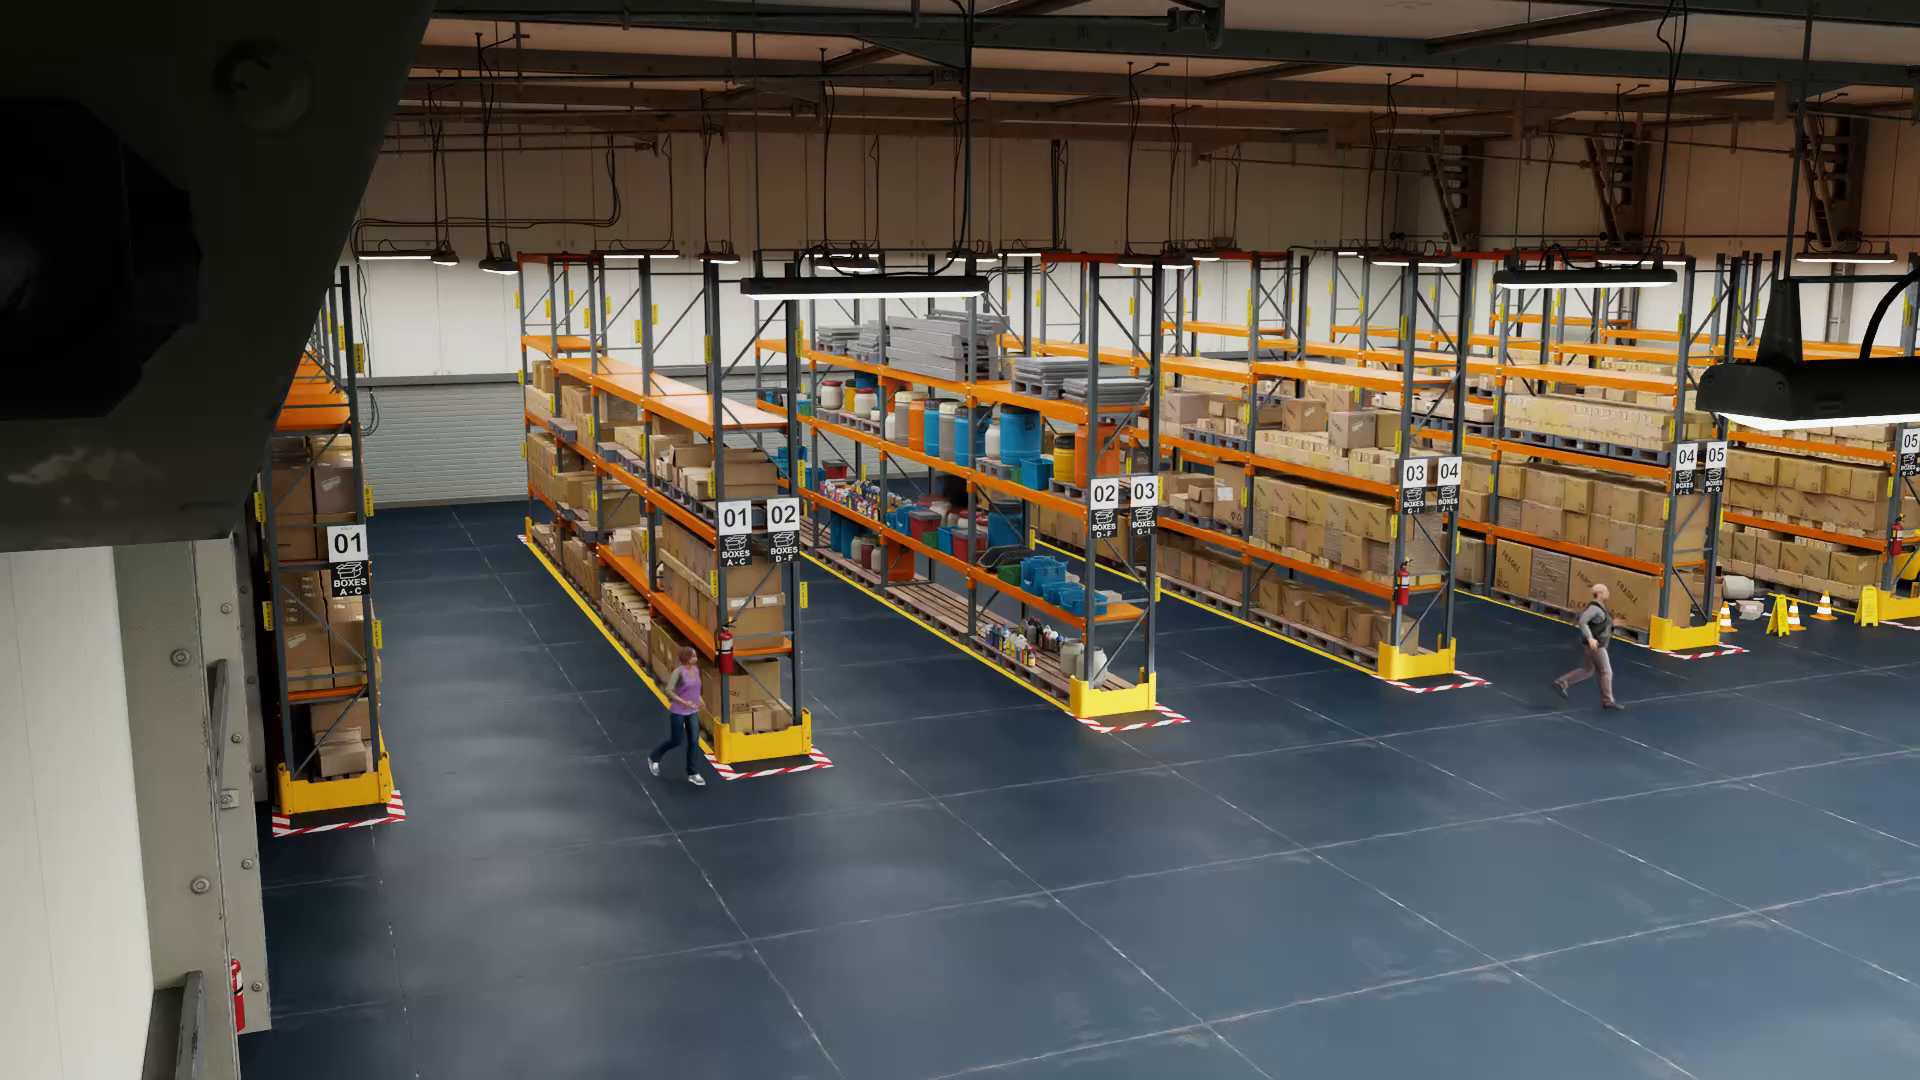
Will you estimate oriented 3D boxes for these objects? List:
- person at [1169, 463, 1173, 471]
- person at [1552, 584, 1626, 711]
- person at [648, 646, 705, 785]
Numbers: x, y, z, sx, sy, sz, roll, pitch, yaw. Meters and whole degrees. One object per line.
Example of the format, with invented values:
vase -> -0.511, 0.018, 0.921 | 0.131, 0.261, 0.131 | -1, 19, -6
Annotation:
person -> 4.412, -0.757, 34.540 | 0.663, 1.717, 0.816 | -6, 12, -29
person -> 8.511, 1.423, 22.353 | 0.932, 1.706, 0.657 | 3, 11, 17
person -> -3.203, 2.023, 19.515 | 0.803, 1.568, 0.607 | 7, 12, 34
